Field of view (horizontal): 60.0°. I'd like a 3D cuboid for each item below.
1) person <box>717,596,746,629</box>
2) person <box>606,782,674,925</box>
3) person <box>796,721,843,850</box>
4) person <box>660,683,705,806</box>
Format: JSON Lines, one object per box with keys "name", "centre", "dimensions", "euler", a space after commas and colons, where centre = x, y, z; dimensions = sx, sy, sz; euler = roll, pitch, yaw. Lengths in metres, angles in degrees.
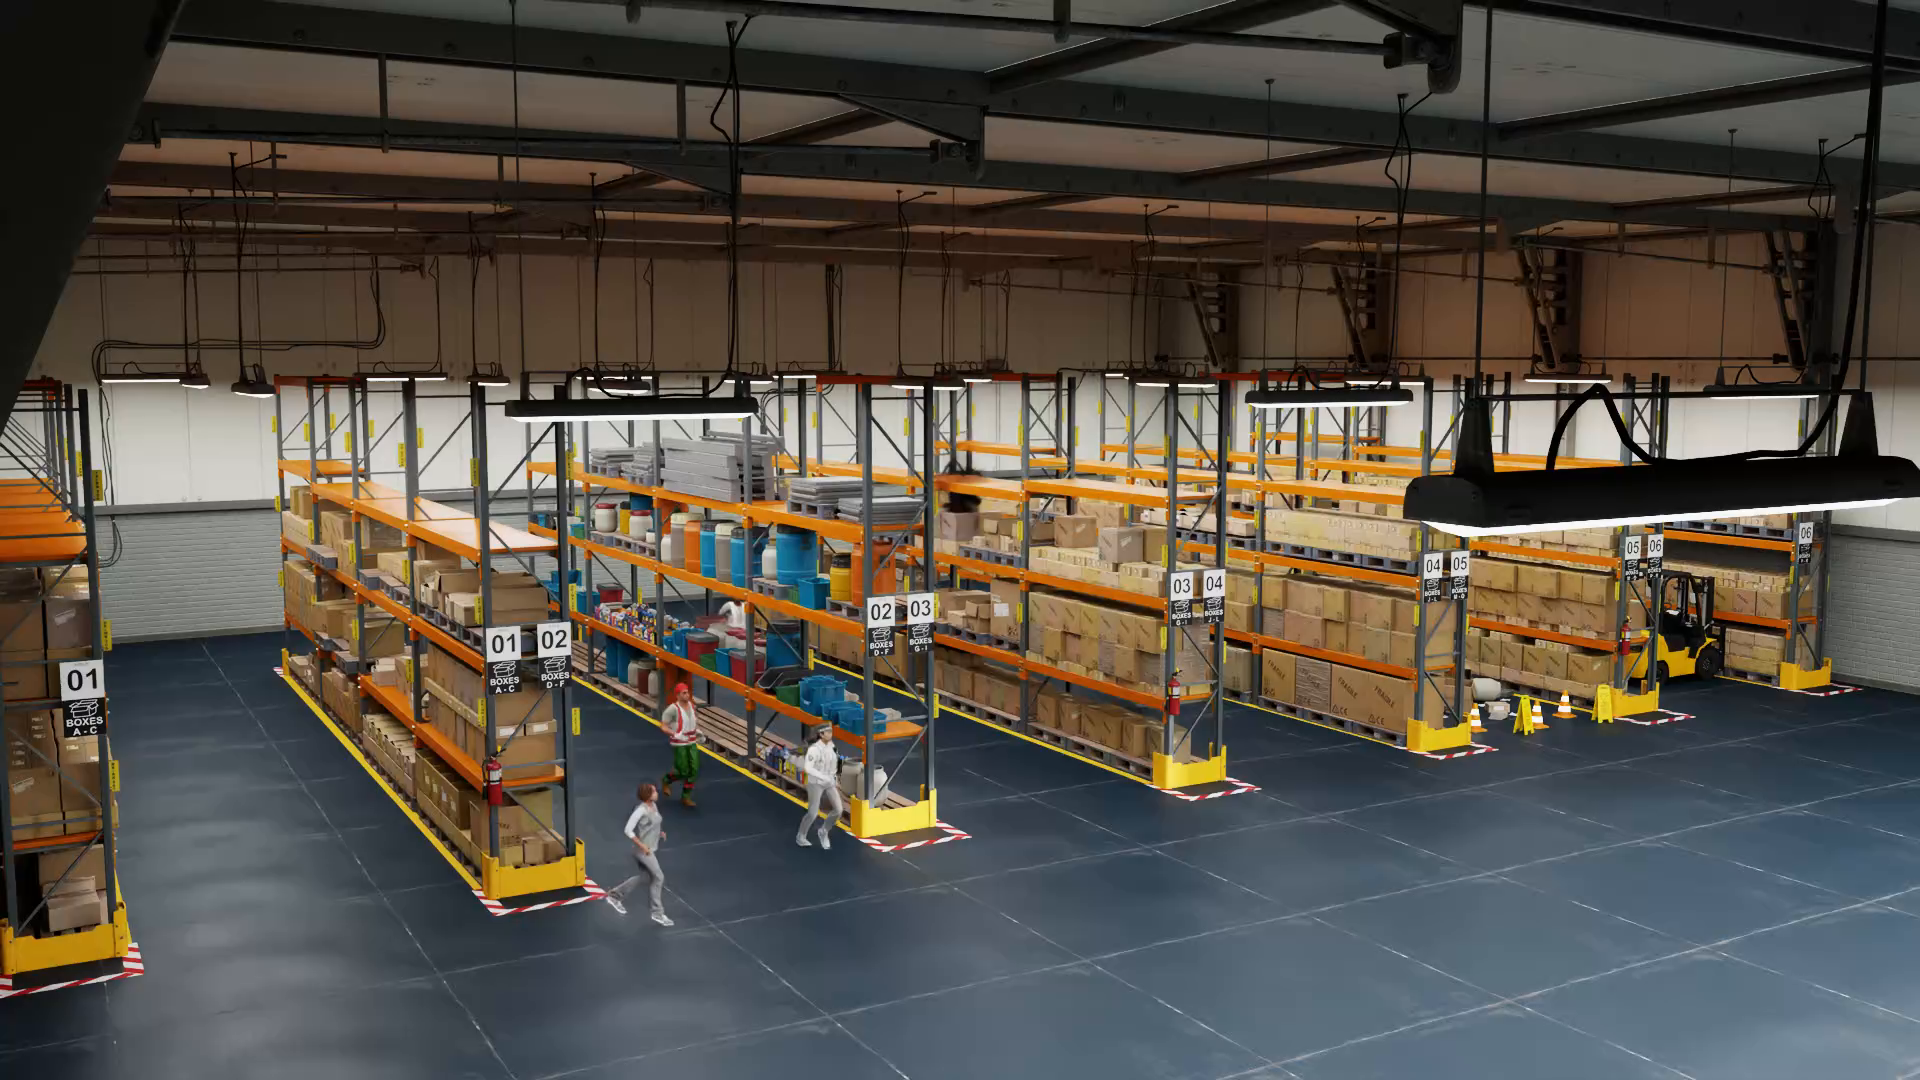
{"name": "person", "centre": [-4.395, 1.831, 33.077], "dimensions": [0.667, 1.741, 0.638], "euler": [-6, 9, -43]}
{"name": "person", "centre": [-3.597, 3.508, 18.646], "dimensions": [0.769, 1.618, 0.543], "euler": [0, 6, 1]}
{"name": "person", "centre": [-1.762, 3.165, 21.486], "dimensions": [0.623, 1.685, 0.672], "euler": [6, 8, 42]}
{"name": "person", "centre": [-3.951, 2.885, 23.587], "dimensions": [0.652, 1.743, 0.655], "euler": [5, 8, 39]}
